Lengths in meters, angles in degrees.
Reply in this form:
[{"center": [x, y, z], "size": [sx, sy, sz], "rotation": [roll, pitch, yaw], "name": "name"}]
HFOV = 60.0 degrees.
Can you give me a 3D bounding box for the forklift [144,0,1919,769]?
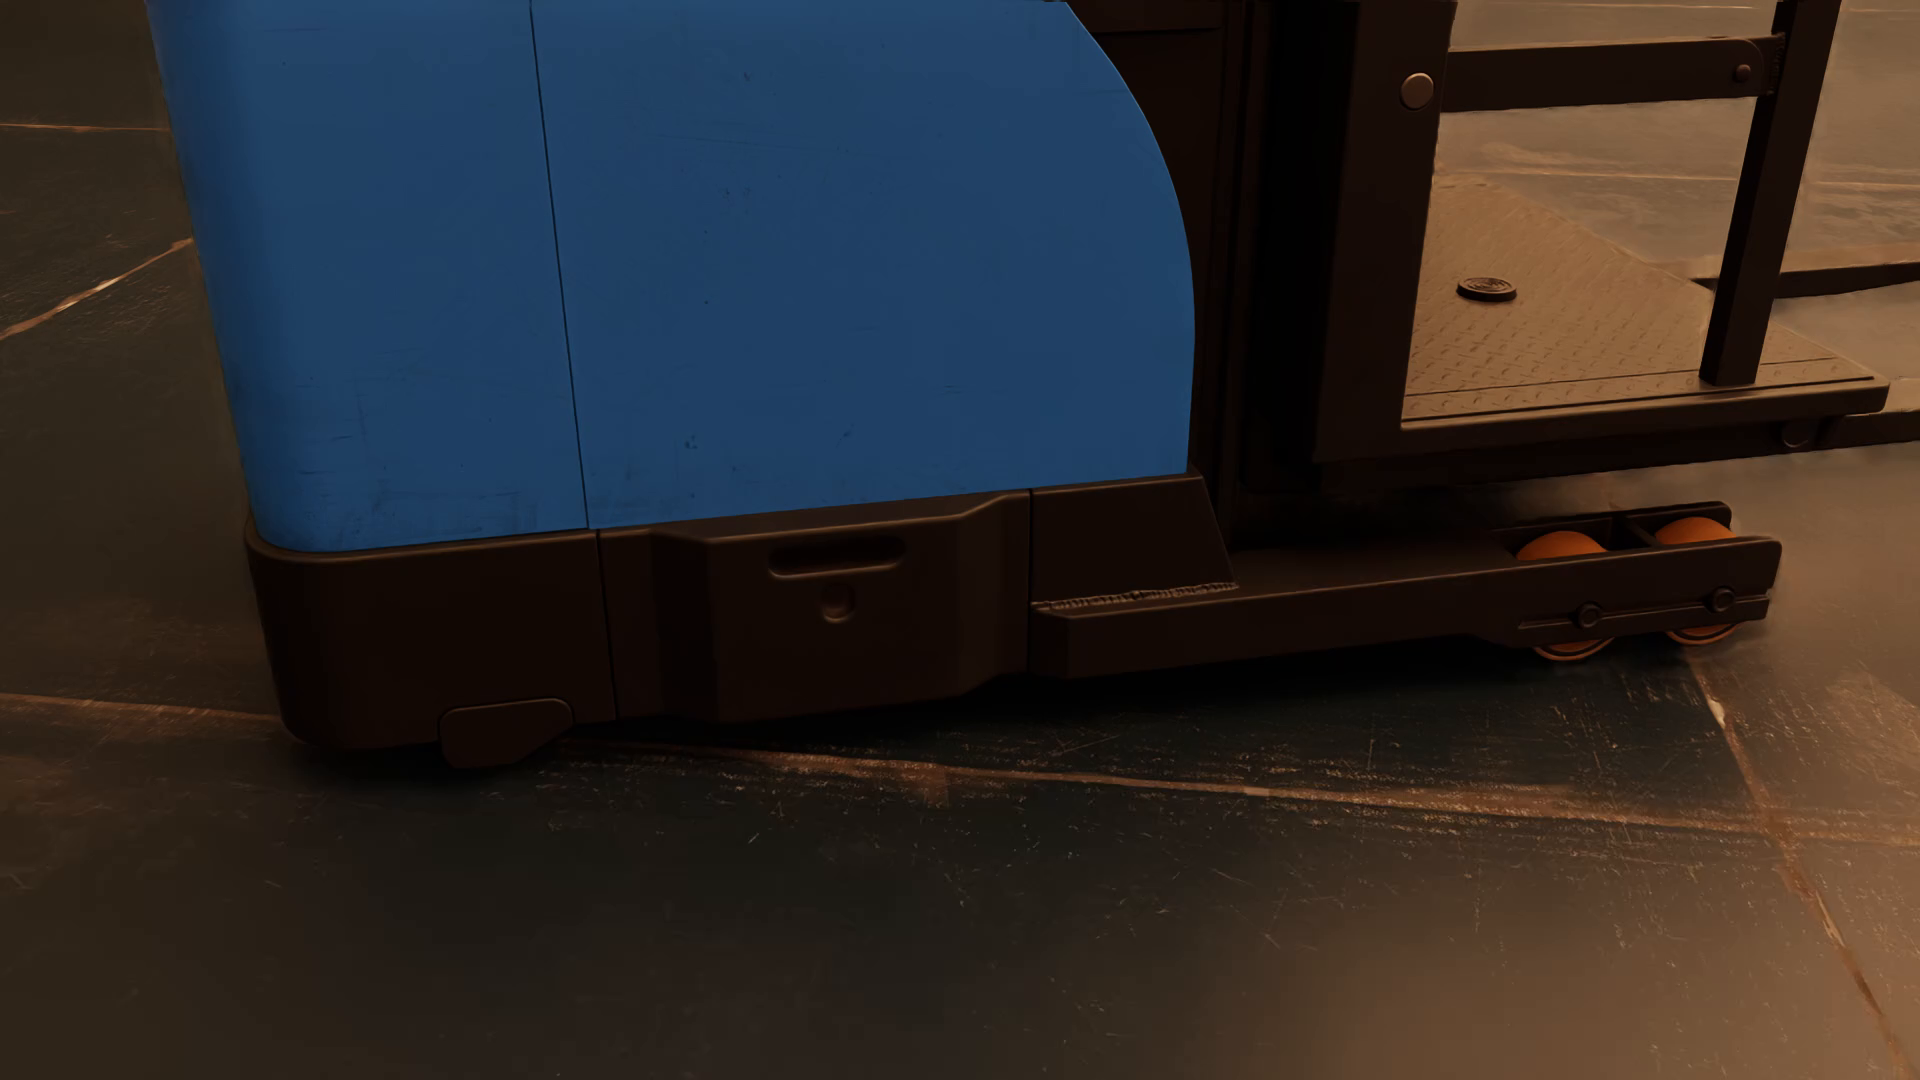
[{"center": [0.598, -1.378, 1.978], "size": [3.031, 2.935, 1.130], "rotation": [-6, 27, -11], "name": "forklift"}]
